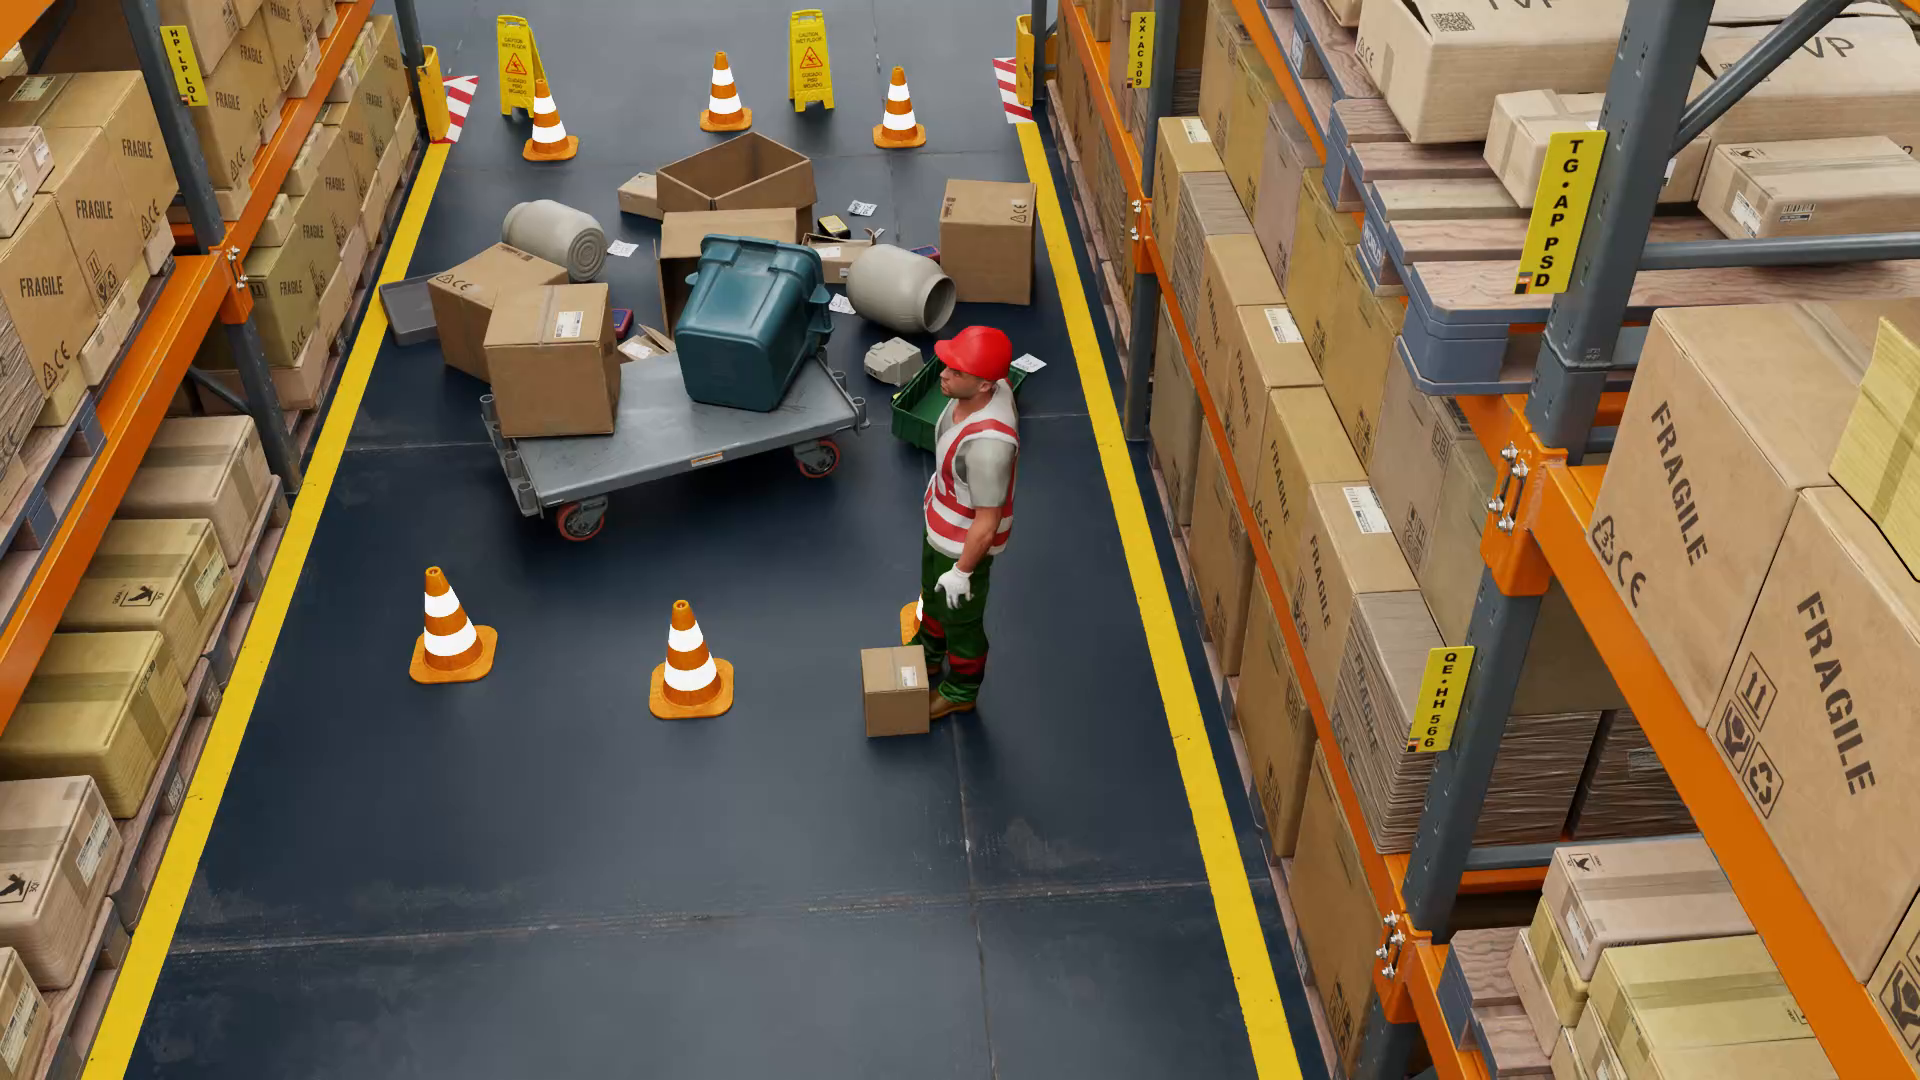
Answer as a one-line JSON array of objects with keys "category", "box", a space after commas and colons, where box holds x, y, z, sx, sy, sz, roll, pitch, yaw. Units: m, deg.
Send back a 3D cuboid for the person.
[{"category": "person", "box": [-0.070, -0.039, 6.167, 0.562, 1.790, 0.637, -3, 39, -4]}]
